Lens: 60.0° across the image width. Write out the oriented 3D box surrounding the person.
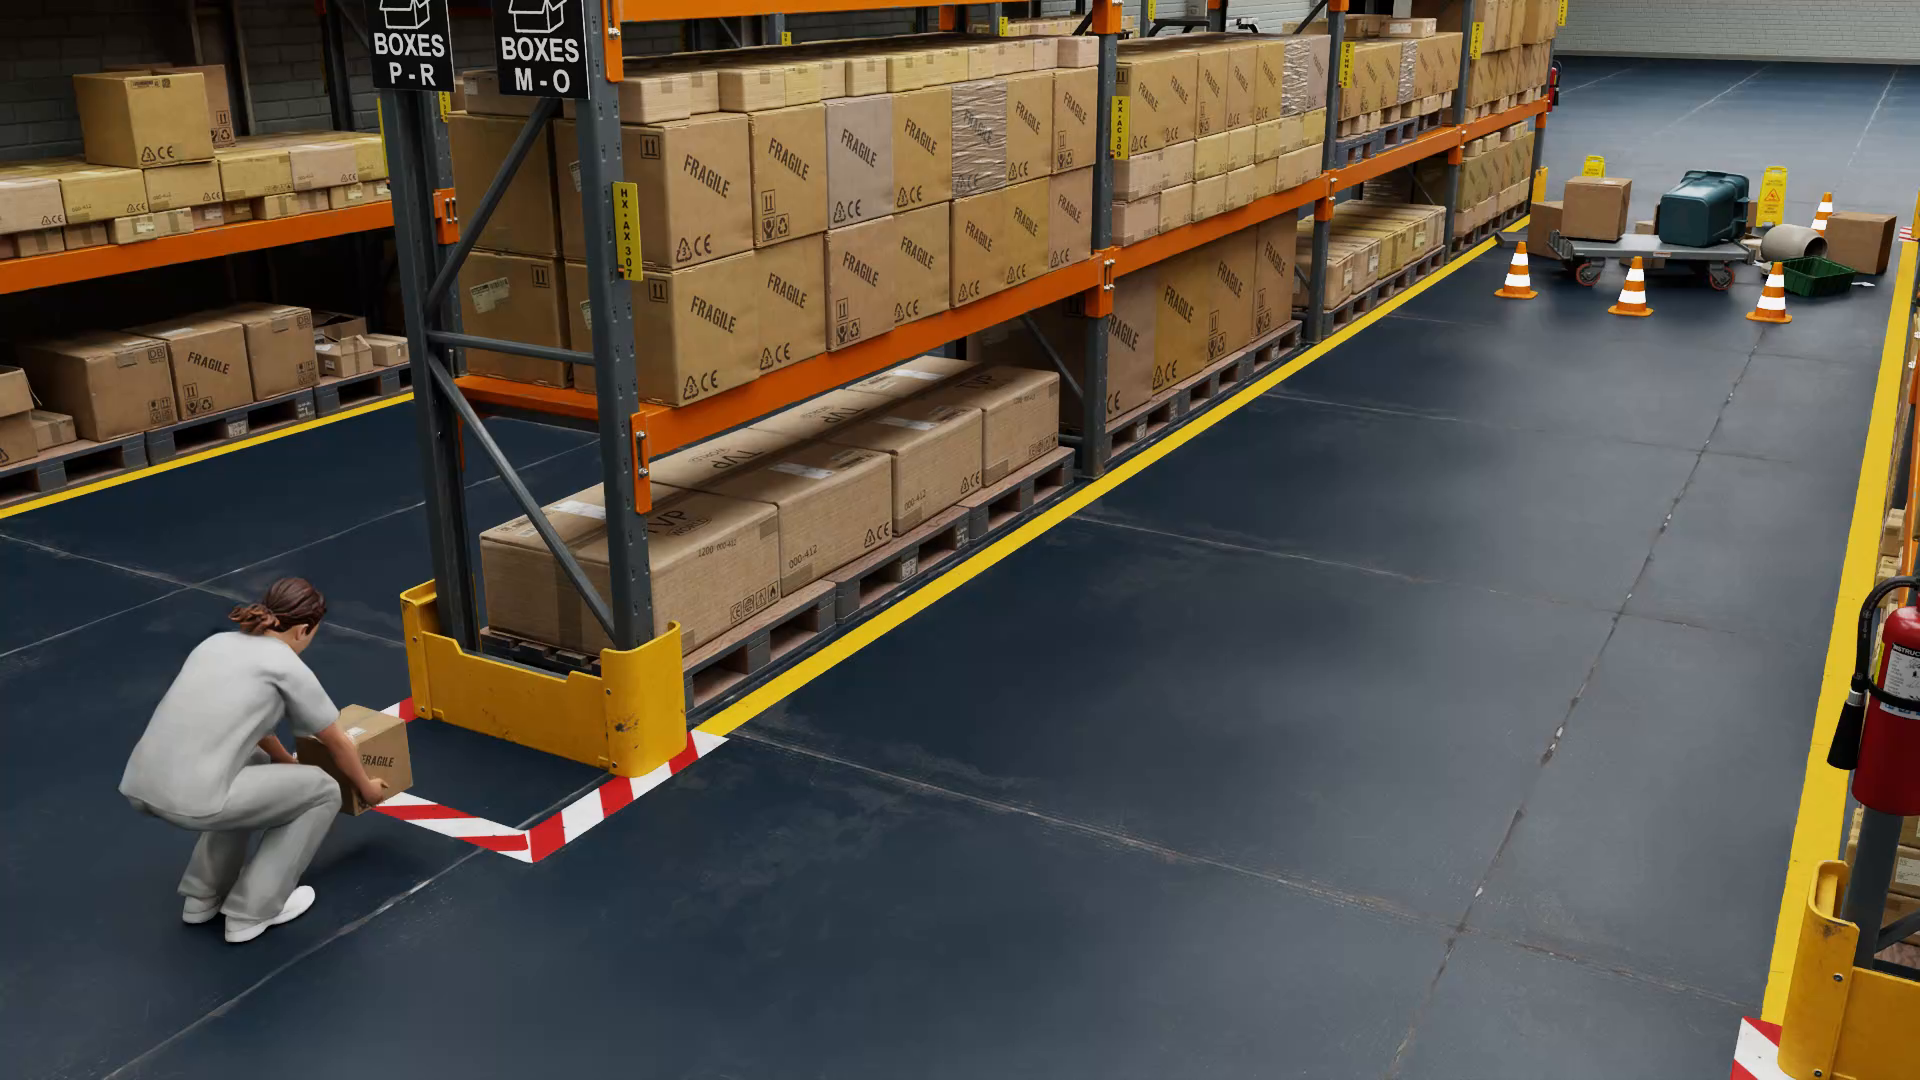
[{"bbox_3d":[-2.225,0.676,5.193,0.486,0.991,0.785,11,22,27],"label":"person"}]
